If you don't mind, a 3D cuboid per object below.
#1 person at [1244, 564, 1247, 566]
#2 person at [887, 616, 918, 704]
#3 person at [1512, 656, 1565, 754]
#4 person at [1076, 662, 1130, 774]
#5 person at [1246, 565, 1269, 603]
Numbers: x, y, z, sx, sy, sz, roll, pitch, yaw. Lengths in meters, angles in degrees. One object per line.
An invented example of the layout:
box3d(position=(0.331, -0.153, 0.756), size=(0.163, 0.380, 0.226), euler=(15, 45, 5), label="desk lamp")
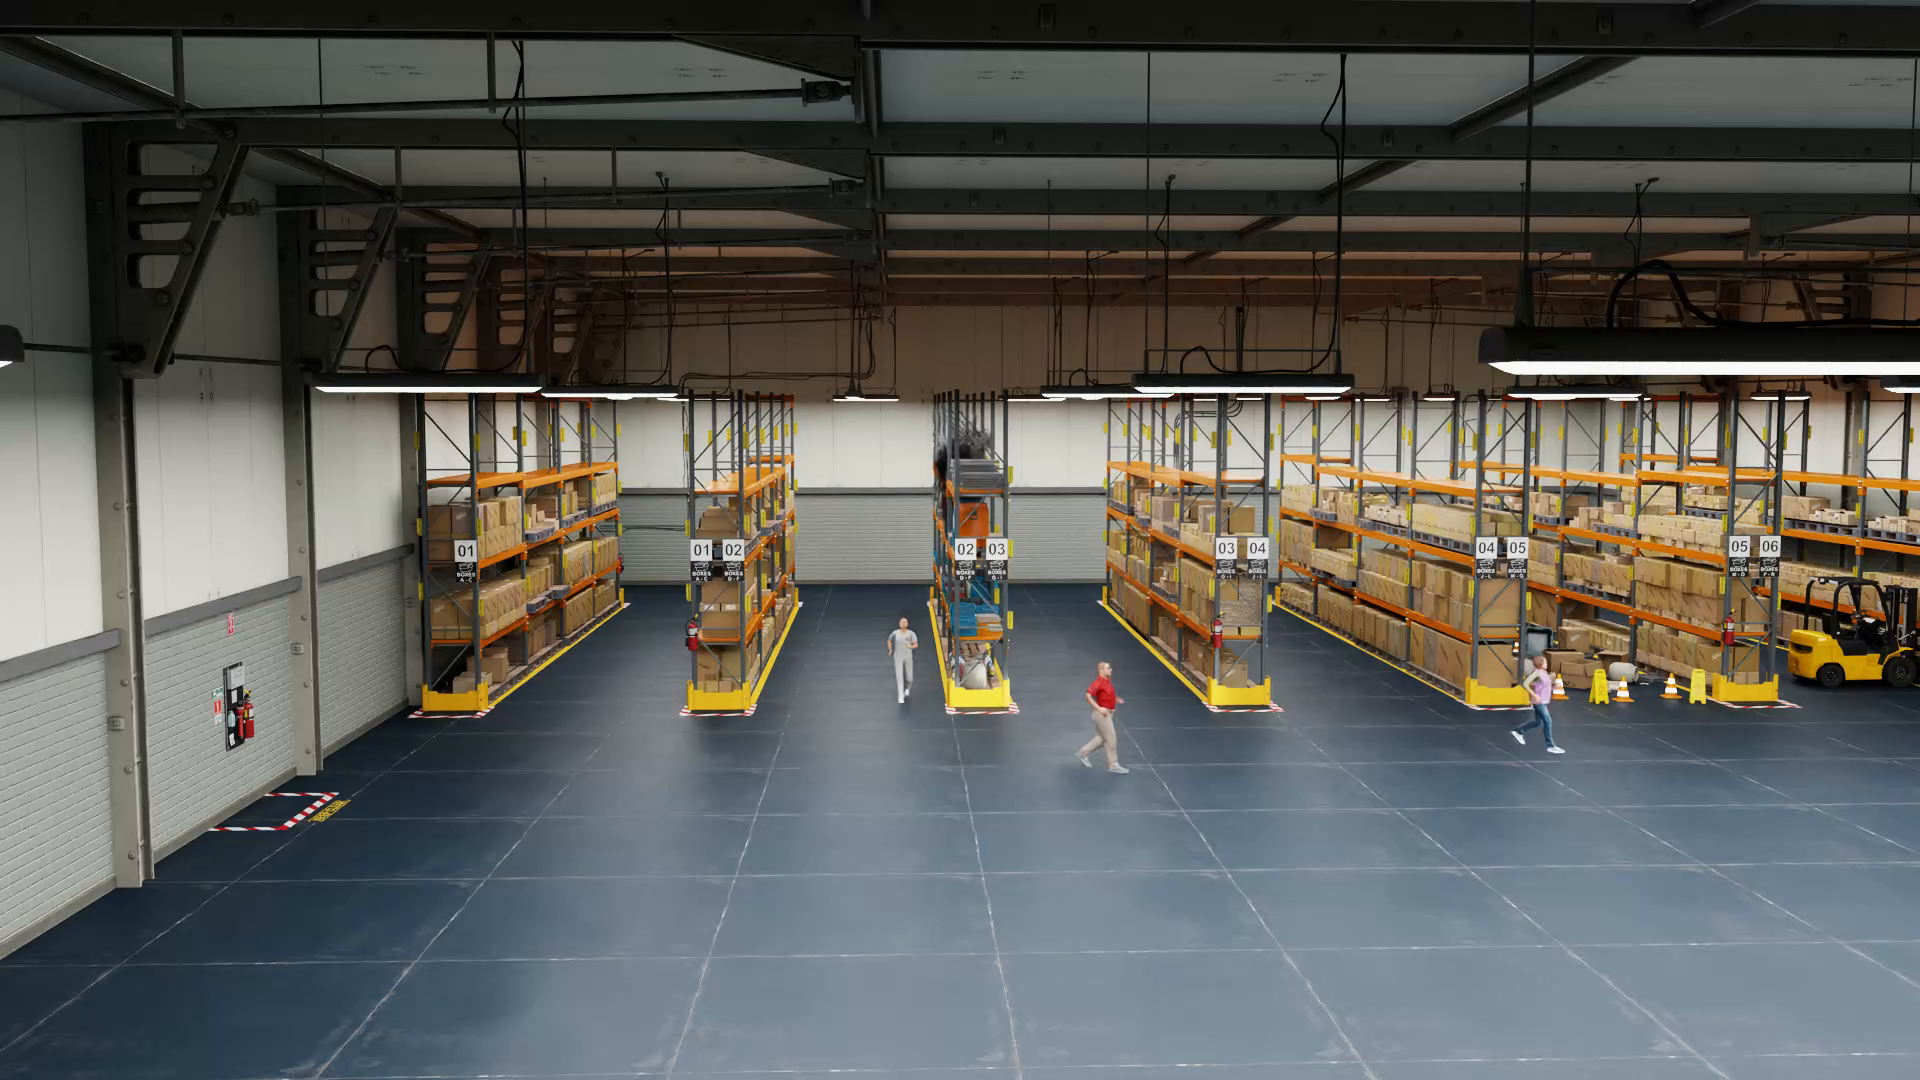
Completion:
box3d(position=(7.803, 0.965, 47.686), size=(0.745, 1.726, 0.596), euler=(4, 6, 42), label="person")
box3d(position=(-1.109, 2.297, 31.994), size=(0.596, 1.644, 0.862), euler=(0, 5, -1), label="person")
box3d(position=(9.520, 2.682, 27.339), size=(0.889, 1.576, 0.542), euler=(3, 6, 35), label="person")
box3d(position=(2.228, 2.750, 25.846), size=(0.847, 1.702, 0.678), euler=(1, 5, 14), label="person")
box3d(position=(7.985, 1.212, 44.761), size=(0.707, 1.718, 0.542), euler=(0, 5, -3), label="person")
